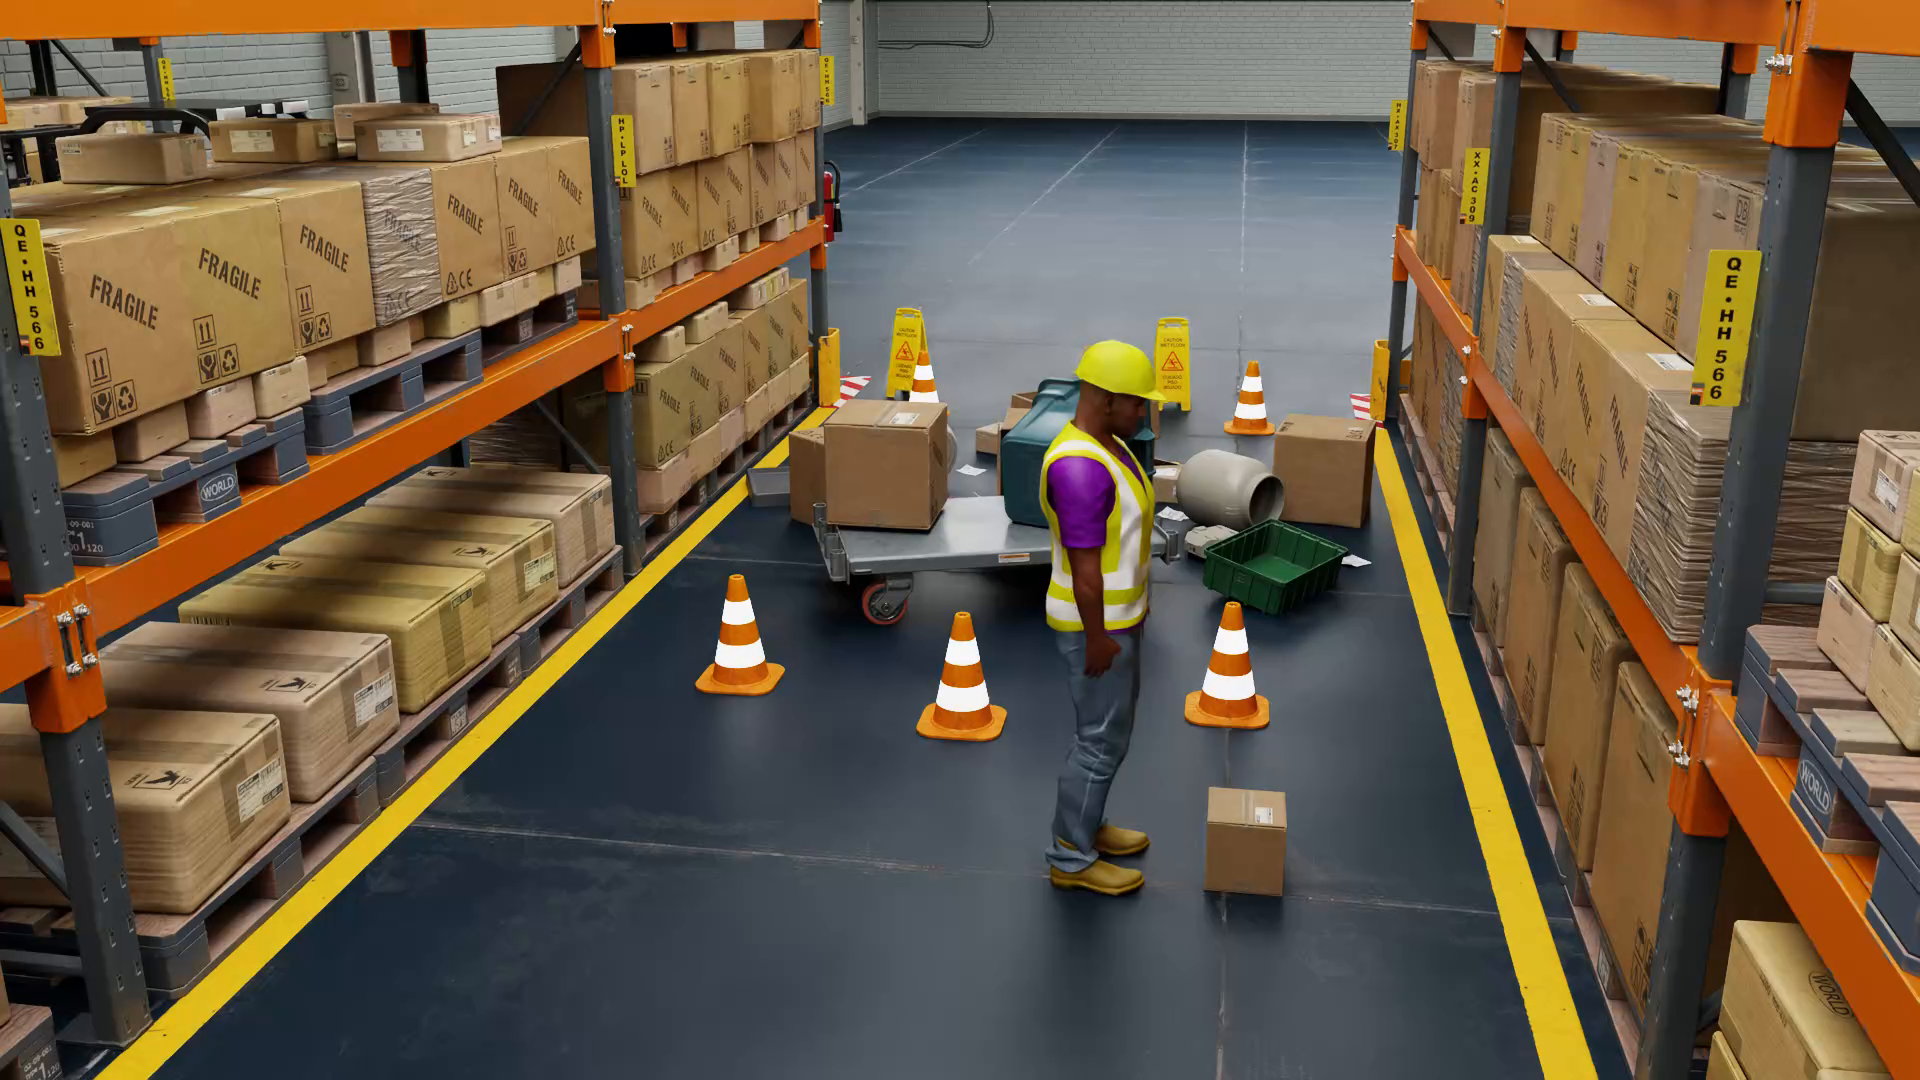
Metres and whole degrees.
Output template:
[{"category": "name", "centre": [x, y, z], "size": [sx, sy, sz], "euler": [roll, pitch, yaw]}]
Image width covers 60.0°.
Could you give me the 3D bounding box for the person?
[{"category": "person", "centre": [0.445, 0.236, 5.286], "size": [0.368, 1.759, 0.568], "euler": [3, 18, 10]}]
